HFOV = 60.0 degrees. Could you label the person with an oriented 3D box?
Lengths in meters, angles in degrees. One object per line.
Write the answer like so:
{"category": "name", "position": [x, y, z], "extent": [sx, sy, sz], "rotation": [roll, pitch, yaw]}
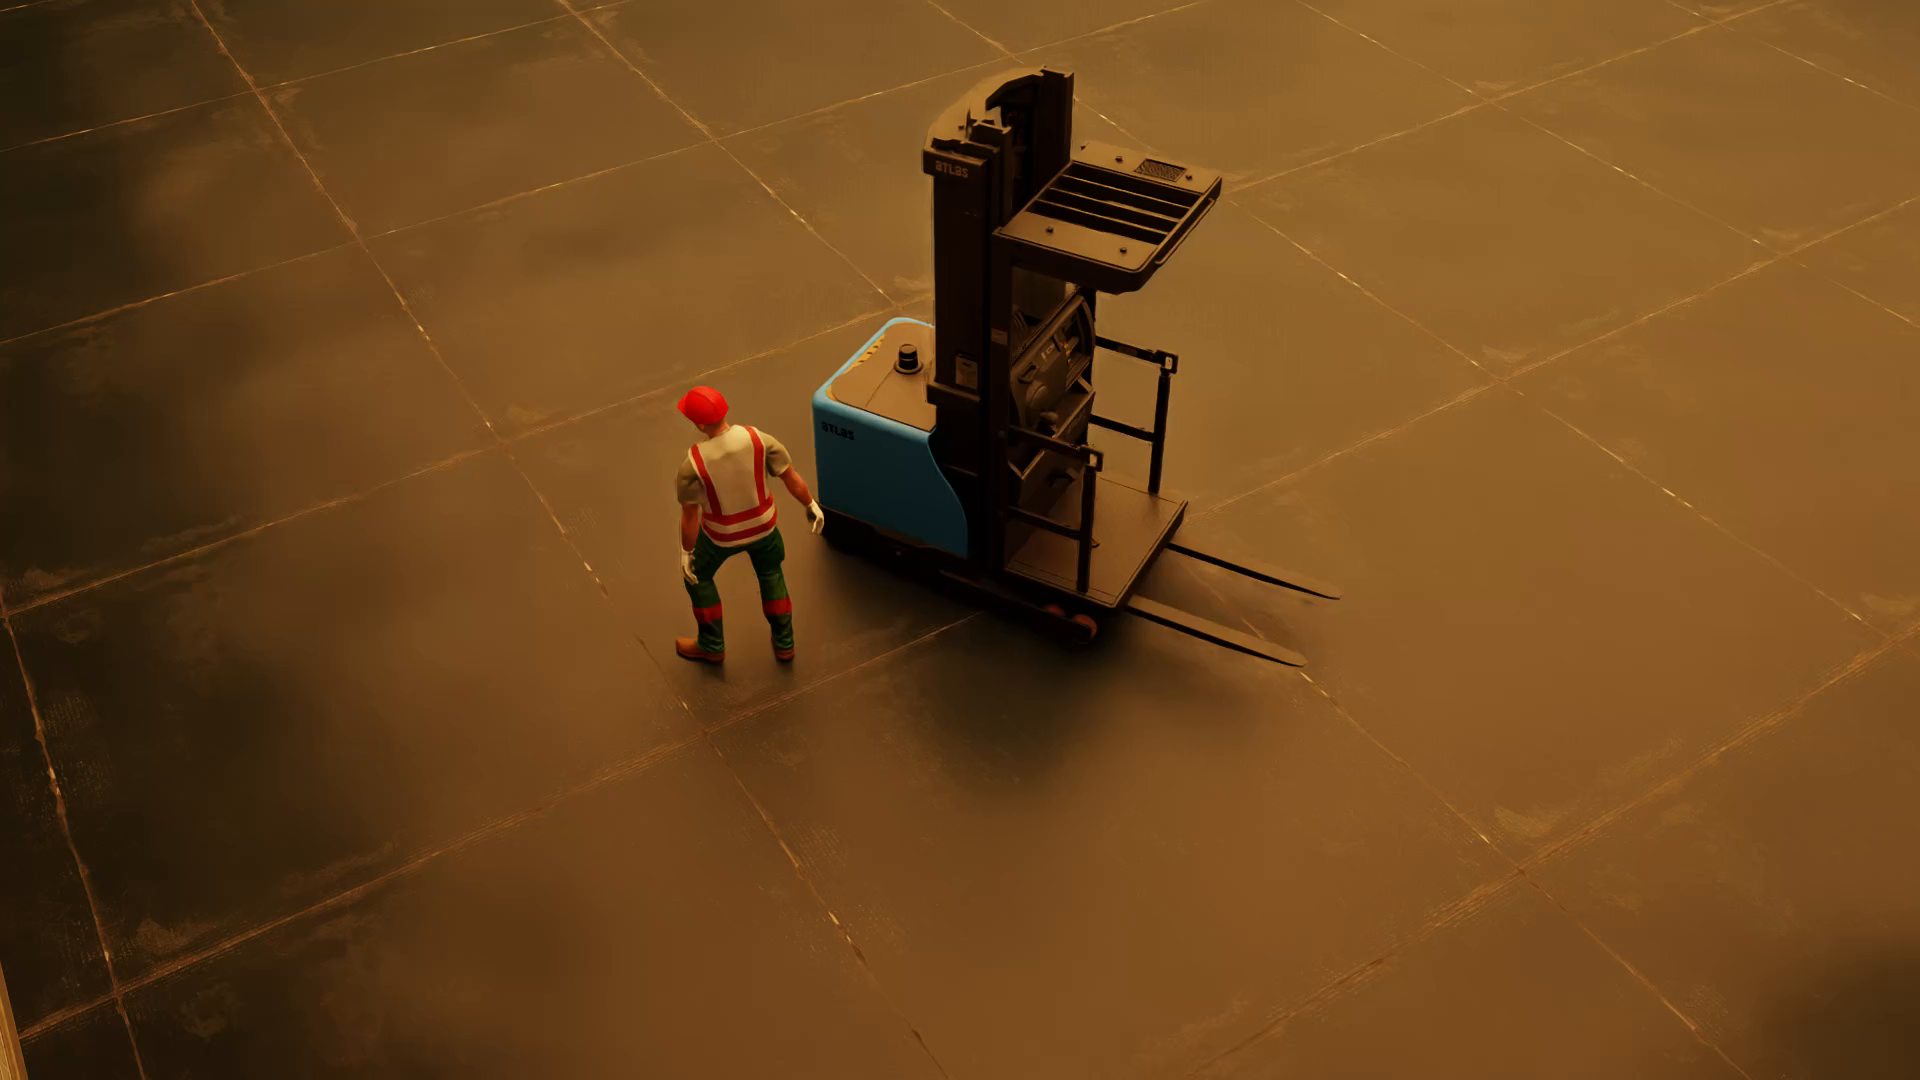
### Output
{"category": "person", "position": [-1.168, -0.074, 8.891], "extent": [0.868, 1.750, 0.465], "rotation": [-14, 43, -16]}

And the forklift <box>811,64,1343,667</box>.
{"category": "forklift", "position": [0.682, -0.921, 8.925], "extent": [3.031, 2.935, 1.130], "rotation": [20, 45, 21]}
